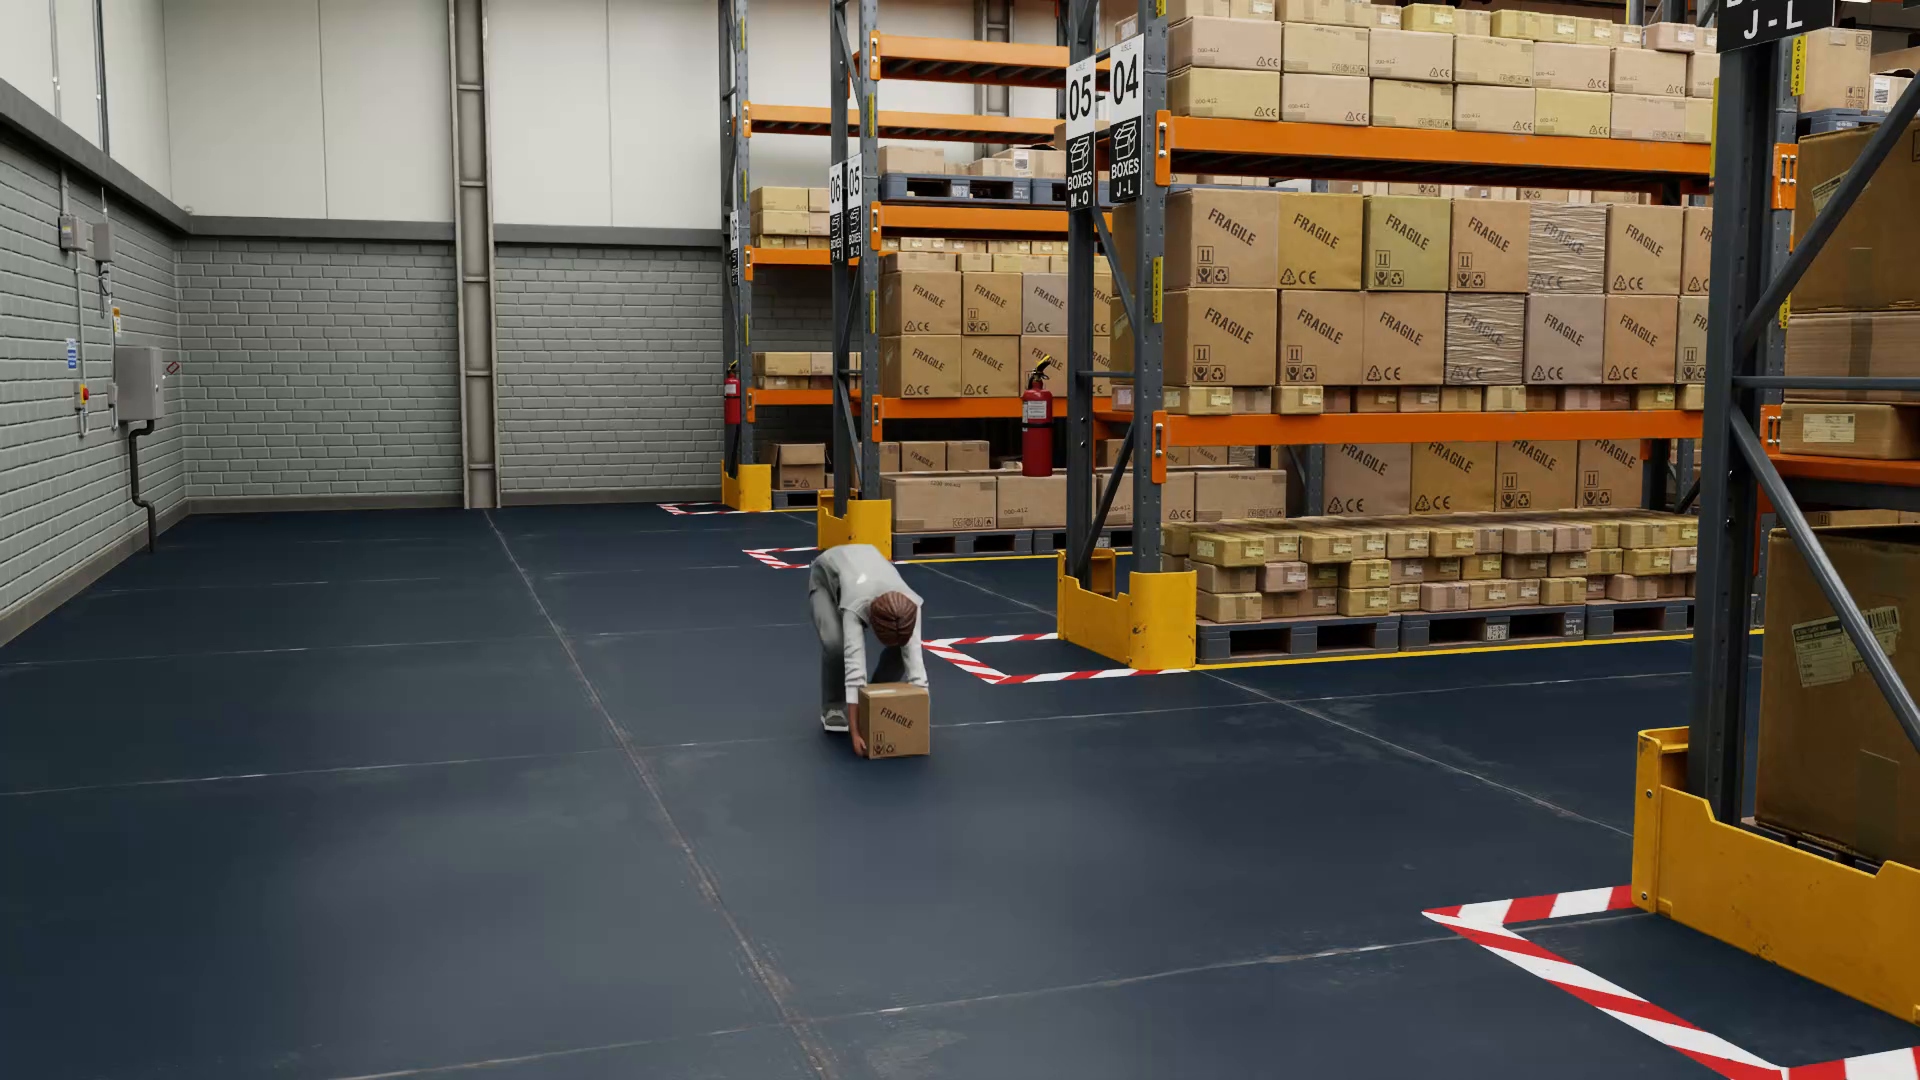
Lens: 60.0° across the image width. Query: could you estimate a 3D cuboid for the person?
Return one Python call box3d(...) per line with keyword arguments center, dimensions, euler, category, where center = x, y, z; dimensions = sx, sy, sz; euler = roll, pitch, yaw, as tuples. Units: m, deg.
box3d(center=(-0.376, 0.437, 7.008), dimensions=(0.432, 0.807, 0.864), euler=(-2, 6, -21), category="person")
